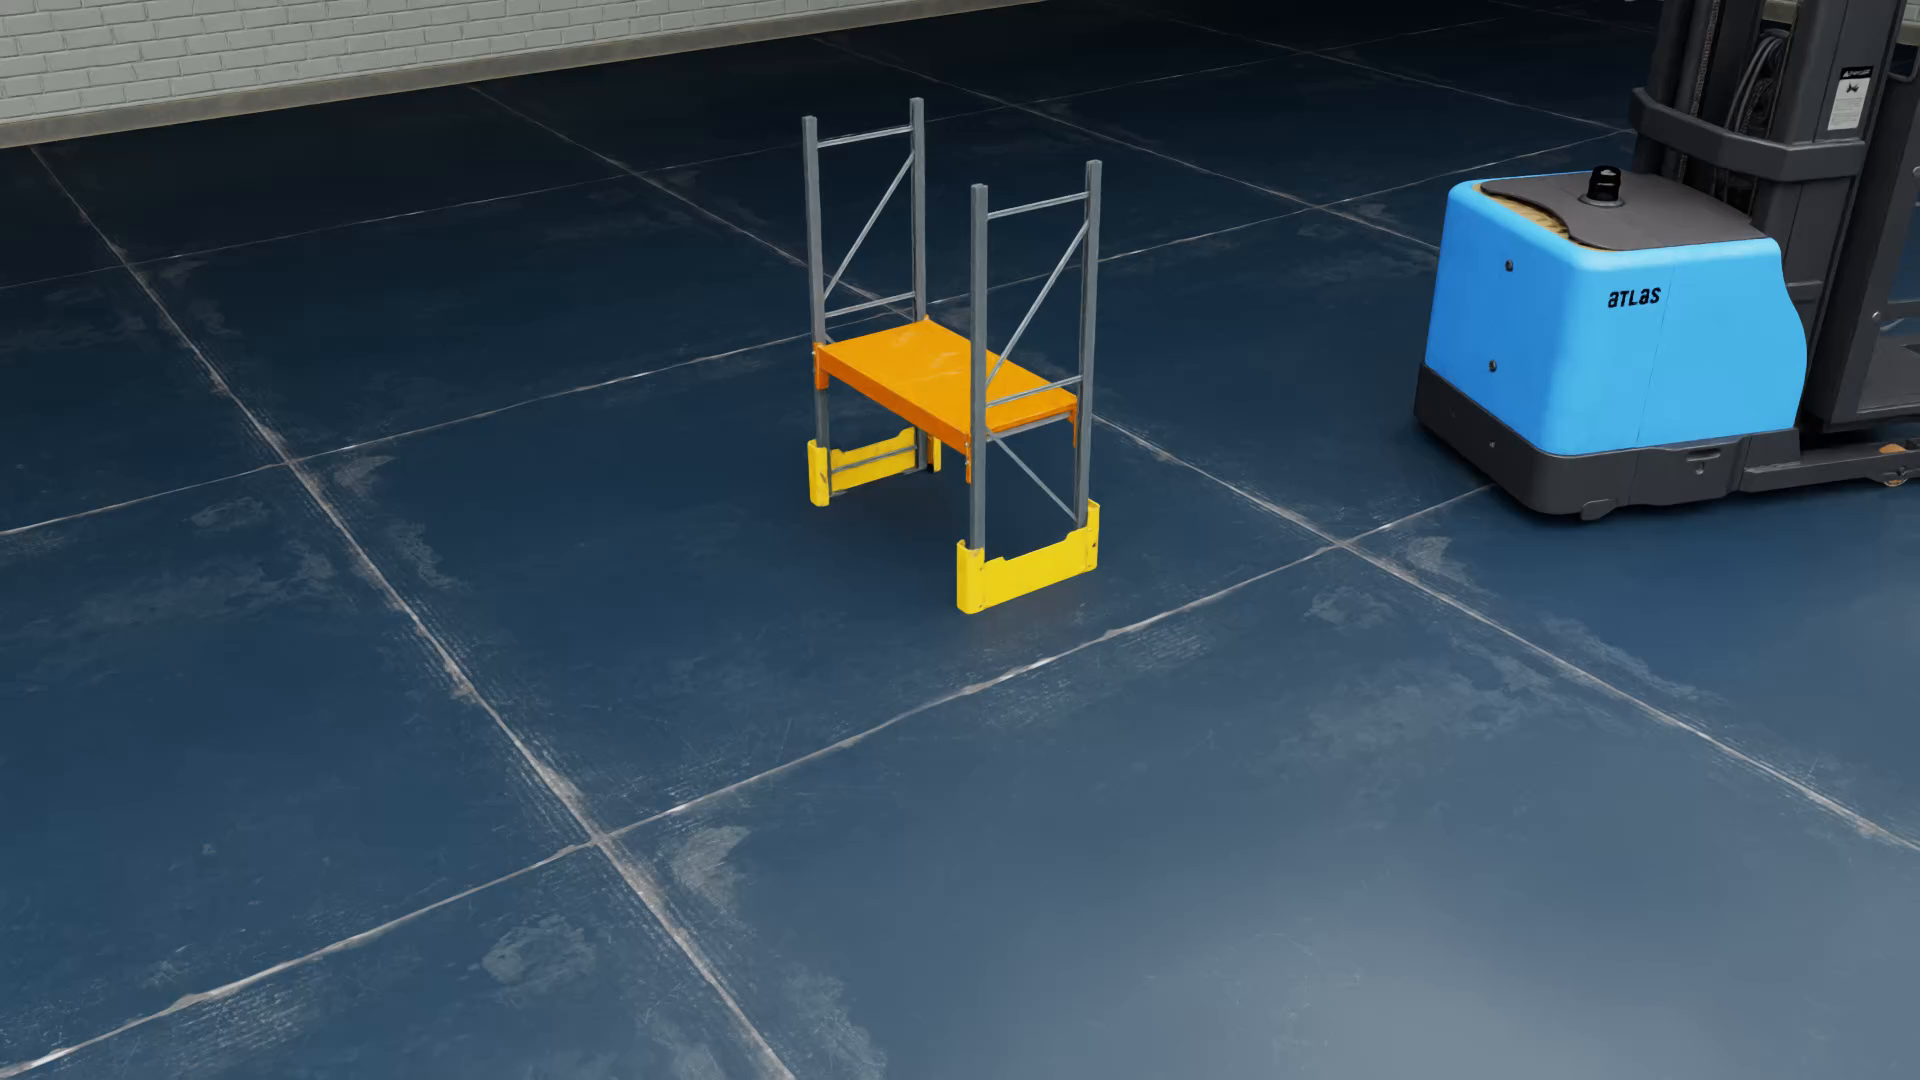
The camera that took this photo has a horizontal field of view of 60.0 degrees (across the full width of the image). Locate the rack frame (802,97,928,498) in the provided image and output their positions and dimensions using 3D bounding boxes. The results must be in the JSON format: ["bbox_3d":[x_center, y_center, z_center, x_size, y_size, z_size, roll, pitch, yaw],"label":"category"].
[{"bbox_3d":[-0.344,-0.890,6.317,0.500,1.500,0.032,-19,34,-31],"label":"rack frame"}]

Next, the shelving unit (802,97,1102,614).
[{"bbox_3d":[-0.044,-0.689,5.947,0.587,1.500,1.083,-19,34,-31],"label":"shelving unit"}]

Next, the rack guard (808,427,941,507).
[{"bbox_3d":[-0.333,-0.333,6.601,0.587,0.250,0.087,-19,34,-31],"label":"rack guard"}]

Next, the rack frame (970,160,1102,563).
[{"bbox_3d":[0.245,-0.495,5.589,0.500,1.500,0.032,-19,34,-31],"label":"rack frame"}]

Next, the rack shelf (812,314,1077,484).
[{"bbox_3d":[-0.049,-0.534,6.039,0.538,0.185,1.000,-19,34,-31],"label":"rack shelf"}]

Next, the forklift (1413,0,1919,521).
[{"bbox_3d":[3.506,-1.737,6.378,3.031,2.935,1.130,-7,29,-13],"label":"forklift"}]

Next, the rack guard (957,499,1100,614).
[{"bbox_3d":[0.245,0.054,5.888,0.587,0.250,0.087,-19,34,-31],"label":"rack guard"}]
